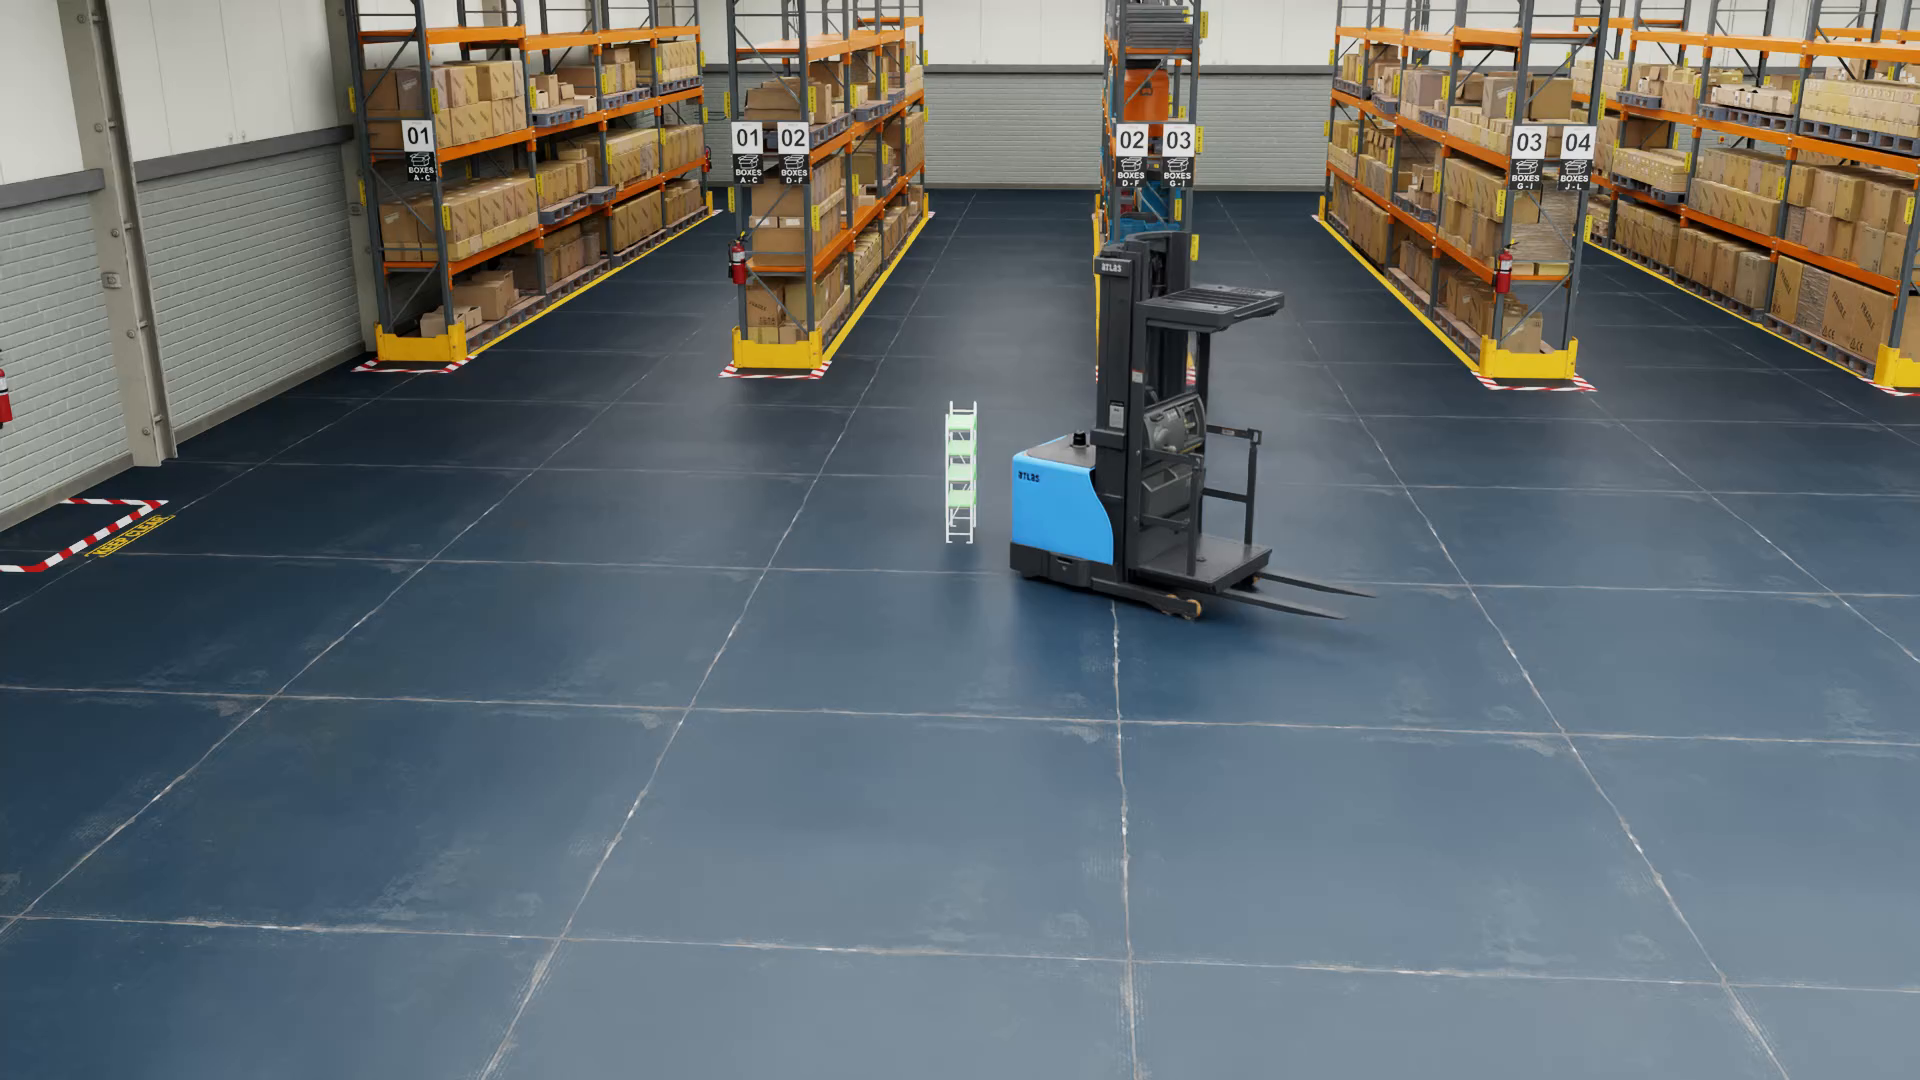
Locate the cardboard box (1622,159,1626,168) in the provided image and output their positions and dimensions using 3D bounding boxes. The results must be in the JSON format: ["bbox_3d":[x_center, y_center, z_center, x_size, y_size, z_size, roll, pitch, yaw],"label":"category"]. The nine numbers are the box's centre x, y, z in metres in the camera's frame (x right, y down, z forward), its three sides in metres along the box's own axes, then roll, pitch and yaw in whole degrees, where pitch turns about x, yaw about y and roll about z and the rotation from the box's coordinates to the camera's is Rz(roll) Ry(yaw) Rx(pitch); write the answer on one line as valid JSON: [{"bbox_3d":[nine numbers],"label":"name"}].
[{"bbox_3d":[12.709,-7.099,31.350,0.380,0.149,0.250,2,18,5],"label":"cardboard box"}]

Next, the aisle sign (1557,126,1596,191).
[{"bbox_3d":[7.725,-4.775,20.831,0.394,0.787,0.004,1,18,4],"label":"aisle sign"}]

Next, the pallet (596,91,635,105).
[{"bbox_3d":[-6.748,-8.266,31.147,1.003,0.211,1.213,2,18,6],"label":"pallet"}]

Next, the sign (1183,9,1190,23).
[{"bbox_3d":[3.325,-7.655,24.494,0.100,0.325,0.005,1,18,4],"label":"sign"}]

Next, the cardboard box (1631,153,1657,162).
[{"bbox_3d":[12.670,-7.078,30.808,0.380,0.149,0.250,1,18,3],"label":"cardboard box"}]

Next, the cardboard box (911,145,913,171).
[{"bbox_3d":[-1.248,-7.874,34.302,0.500,0.500,0.500,2,18,5],"label":"cardboard box"}]

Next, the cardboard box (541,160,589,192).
[{"bbox_3d":[-6.855,-6.318,28.848,0.700,0.500,0.500,0,18,-1],"label":"cardboard box"}]

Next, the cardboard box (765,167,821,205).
[{"bbox_3d":[-2.333,-4.933,23.244,0.700,0.500,0.500,1,18,4],"label":"cardboard box"}]

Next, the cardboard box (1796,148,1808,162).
[{"bbox_3d":[18.141,-8.219,35.354,0.500,0.500,0.500,1,18,3],"label":"cardboard box"}]

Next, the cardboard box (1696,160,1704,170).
[{"bbox_3d":[13.228,-6.652,29.508,0.380,0.149,0.250,1,18,2],"label":"cardboard box"}]

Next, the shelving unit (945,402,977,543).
[{"bbox_3d":[0.012,-0.622,15.220,0.258,1.200,0.503,1,18,4],"label":"shelving unit"}]

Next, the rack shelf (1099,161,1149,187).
[{"bbox_3d":[3.494,-7.683,35.034,1.077,0.370,4.000,1,18,4],"label":"rack shelf"}]

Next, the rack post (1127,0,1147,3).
[{"bbox_3d":[3.022,-9.501,28.966,0.624,0.289,0.986,1,18,4],"label":"rack post"}]

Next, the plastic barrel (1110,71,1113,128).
[{"bbox_3d":[2.597,-6.745,25.396,0.600,0.901,0.708,1,18,4],"label":"plastic barrel"}]

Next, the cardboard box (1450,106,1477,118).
[{"bbox_3d":[7.386,-6.258,24.314,0.380,0.149,0.250,1,18,2],"label":"cardboard box"}]

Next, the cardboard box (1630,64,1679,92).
[{"bbox_3d":[13.094,-8.708,31.356,0.700,0.500,0.500,1,18,4],"label":"cardboard box"}]

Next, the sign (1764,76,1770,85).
[{"bbox_3d":[13.497,-7.602,27.859,0.100,0.325,0.005,1,18,4],"label":"sign"}]

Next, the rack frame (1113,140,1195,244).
[{"bbox_3d":[2.490,-3.676,21.652,1.000,3.000,0.127,1,18,4],"label":"rack frame"}]

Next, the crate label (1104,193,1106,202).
[{"bbox_3d":[2.659,-5.959,28.887,0.303,0.233,0.416,1,18,4],"label":"crate label"}]

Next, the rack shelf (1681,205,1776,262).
[{"bbox_3d":[12.800,-4.945,26.680,1.077,0.370,4.000,1,18,4],"label":"rack shelf"}]

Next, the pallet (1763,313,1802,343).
[{"bbox_3d":[12.524,-3.106,24.392,1.003,0.211,1.213,1,18,4],"label":"pallet"}]

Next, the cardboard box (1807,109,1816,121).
[{"bbox_3d":[12.275,-6.033,23.596,0.380,0.149,0.250,1,18,4],"label":"cardboard box"}]

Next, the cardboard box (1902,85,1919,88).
[{"bbox_3d":[12.840,-6.006,22.232,0.380,0.149,0.250,2,18,5],"label":"cardboard box"}]

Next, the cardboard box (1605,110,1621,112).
[{"bbox_3d":[13.696,-8.752,34.898,0.500,0.500,0.500,1,18,2],"label":"cardboard box"}]

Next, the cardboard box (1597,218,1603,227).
[{"bbox_3d":[12.943,-6.326,33.165,0.380,0.149,0.250,0,18,1],"label":"cardboard box"}]

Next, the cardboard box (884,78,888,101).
[{"bbox_3d":[-1.805,-8.202,30.486,0.910,0.500,0.500,1,18,4],"label":"cardboard box"}]

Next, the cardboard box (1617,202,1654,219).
[{"bbox_3d":[12.914,-6.295,31.780,0.500,0.250,0.500,0,18,1],"label":"cardboard box"}]

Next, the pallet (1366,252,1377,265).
[{"bbox_3d":[8.226,-5.346,31.227,1.003,0.211,1.213,1,18,4],"label":"pallet"}]

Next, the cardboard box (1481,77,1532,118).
[{"bbox_3d":[7.289,-5.905,22.195,0.500,0.500,0.500,1,18,4],"label":"cardboard box"}]

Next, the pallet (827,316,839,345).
[{"bbox_3d":[-2.347,-3.079,24.309,1.003,0.211,1.213,1,18,4],"label":"pallet"}]

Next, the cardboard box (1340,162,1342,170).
[{"bbox_3d":[8.097,-7.754,34.499,0.380,0.149,0.250,2,18,5],"label":"cardboard box"}]

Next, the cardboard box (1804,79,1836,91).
[{"bbox_3d":[12.292,-6.493,23.718,0.380,0.149,0.250,1,18,4],"label":"cardboard box"}]

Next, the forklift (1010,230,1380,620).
[{"bbox_3d":[1.916,-0.940,13.412,3.031,2.935,1.130,13,22,34],"label":"forklift"}]

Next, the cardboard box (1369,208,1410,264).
[{"bbox_3d":[8.074,-5.454,29.816,1.225,0.875,0.875,0,18,1],"label":"cardboard box"}]

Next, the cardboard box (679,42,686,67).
[{"bbox_3d":[-6.101,-10.274,35.170,0.500,0.500,0.500,0,18,1],"label":"cardboard box"}]

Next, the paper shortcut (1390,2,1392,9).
[{"bbox_3d":[7.575,-9.389,29.229,0.009,0.170,0.078,11,-13,1],"label":"paper shortcut"}]

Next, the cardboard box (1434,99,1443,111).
[{"bbox_3d":[7.752,-6.907,26.394,0.380,0.166,0.250,1,18,2],"label":"cardboard box"}]

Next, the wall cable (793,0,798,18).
[{"bbox_3d":[-2.784,-14.330,41.408,3.097,2.526,0.112,1,18,4],"label":"wall cable"}]

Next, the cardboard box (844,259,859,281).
[{"bbox_3d":[-1.886,-4.313,26.435,0.500,0.311,0.500,1,18,4],"label":"cardboard box"}]

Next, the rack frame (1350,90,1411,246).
[{"bbox_3d":[8.290,-7.293,32.689,1.000,3.000,0.127,1,18,4],"label":"rack frame"}]

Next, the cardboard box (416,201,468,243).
[{"bbox_3d":[-7.058,-4.334,22.663,0.500,0.500,0.500,1,18,4],"label":"cardboard box"}]

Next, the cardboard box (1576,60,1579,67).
[{"bbox_3d":[13.267,-10.079,35.172,0.380,0.149,0.250,1,18,3],"label":"cardboard box"}]

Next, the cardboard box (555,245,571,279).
[{"bbox_3d":[-7.005,-4.709,28.112,0.700,0.500,0.500,1,18,5],"label":"cardboard box"}]

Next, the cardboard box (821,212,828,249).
[{"bbox_3d":[-2.296,-4.461,23.887,0.700,0.500,0.500,2,18,6],"label":"cardboard box"}]

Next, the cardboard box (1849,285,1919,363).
[{"bbox_3d":[12.353,-2.826,21.794,0.875,0.875,0.875,1,18,4],"label":"cardboard box"}]

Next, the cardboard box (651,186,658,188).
[{"bbox_3d":[-6.511,-7.458,35.491,0.380,0.149,0.250,1,18,4],"label":"cardboard box"}]

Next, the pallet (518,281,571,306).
[{"bbox_3d":[-7.050,-4.057,27.291,1.003,0.211,1.213,1,18,4],"label":"pallet"}]

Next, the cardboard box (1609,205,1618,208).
[{"bbox_3d":[13.542,-6.790,34.102,0.380,0.149,0.250,1,18,2],"label":"cardboard box"}]

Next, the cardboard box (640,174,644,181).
[{"bbox_3d":[-6.375,-7.087,32.433,0.380,0.149,0.250,1,18,4],"label":"cardboard box"}]

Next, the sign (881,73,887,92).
[{"bbox_3d":[-1.324,-7.967,28.971,0.100,0.325,0.005,1,18,4],"label":"sign"}]

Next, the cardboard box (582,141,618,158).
[{"bbox_3d":[-6.526,-7.081,30.168,0.500,0.250,0.500,2,18,5],"label":"cardboard box"}]

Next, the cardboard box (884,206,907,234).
[{"bbox_3d":[-1.340,-6.377,33.201,0.500,0.500,0.500,1,18,4],"label":"cardboard box"}]

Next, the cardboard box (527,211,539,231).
[{"bbox_3d":[-6.836,-4.924,25.669,0.500,0.250,0.500,1,18,4],"label":"cardboard box"}]

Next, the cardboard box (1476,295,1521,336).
[{"bbox_3d":[7.564,-3.152,23.391,0.500,0.500,0.500,3,18,9],"label":"cardboard box"}]

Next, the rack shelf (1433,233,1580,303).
[{"bbox_3d":[7.574,-3.845,23.323,1.077,0.370,4.000,1,18,4],"label":"rack shelf"}]

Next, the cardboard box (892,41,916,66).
[{"bbox_3d":[-1.324,-10.546,36.033,0.700,0.500,0.500,1,18,4],"label":"cardboard box"}]

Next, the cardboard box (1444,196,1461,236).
[{"bbox_3d":[7.552,-4.704,24.151,0.875,0.500,0.500,1,18,4],"label":"cardboard box"}]
